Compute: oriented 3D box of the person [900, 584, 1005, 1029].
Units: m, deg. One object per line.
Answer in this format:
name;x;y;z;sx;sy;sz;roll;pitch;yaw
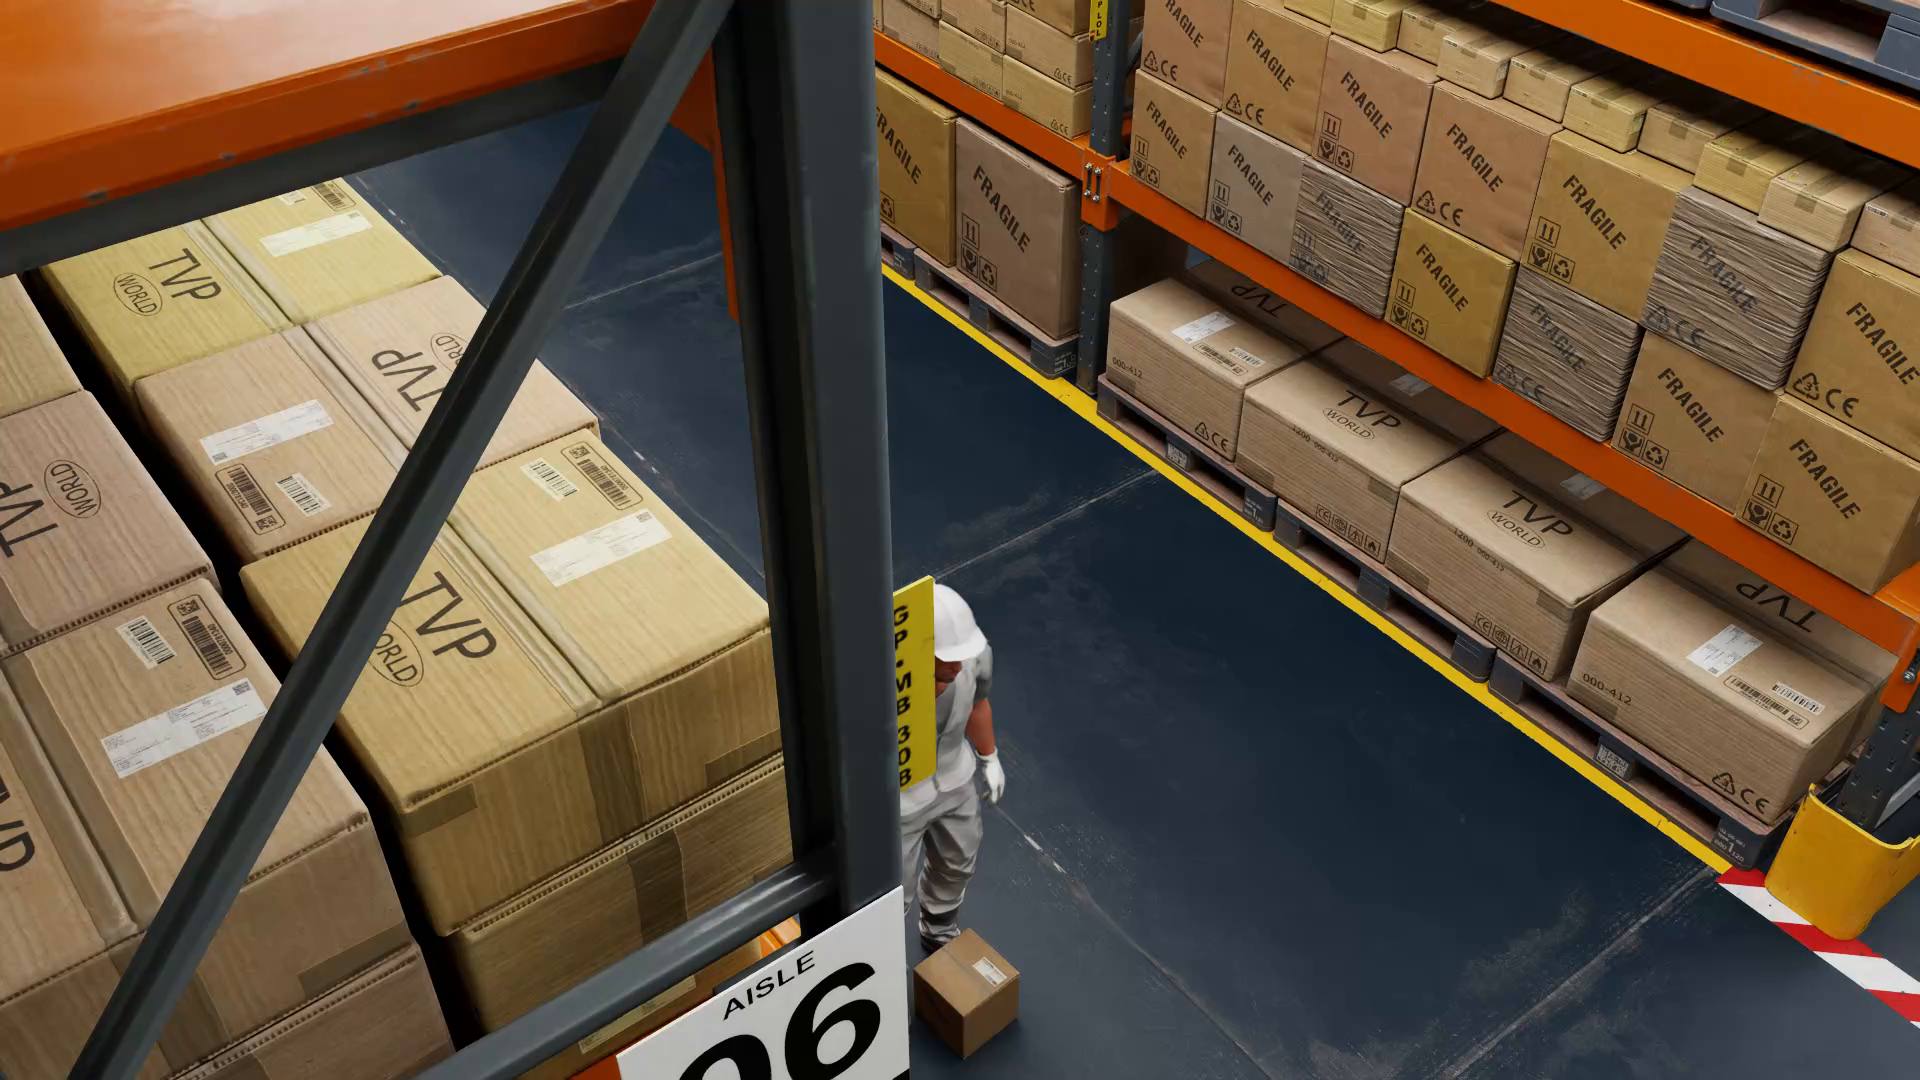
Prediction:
person;-0.116;0.807;5.181;0.607;1.779;0.451;-26;47;-28
